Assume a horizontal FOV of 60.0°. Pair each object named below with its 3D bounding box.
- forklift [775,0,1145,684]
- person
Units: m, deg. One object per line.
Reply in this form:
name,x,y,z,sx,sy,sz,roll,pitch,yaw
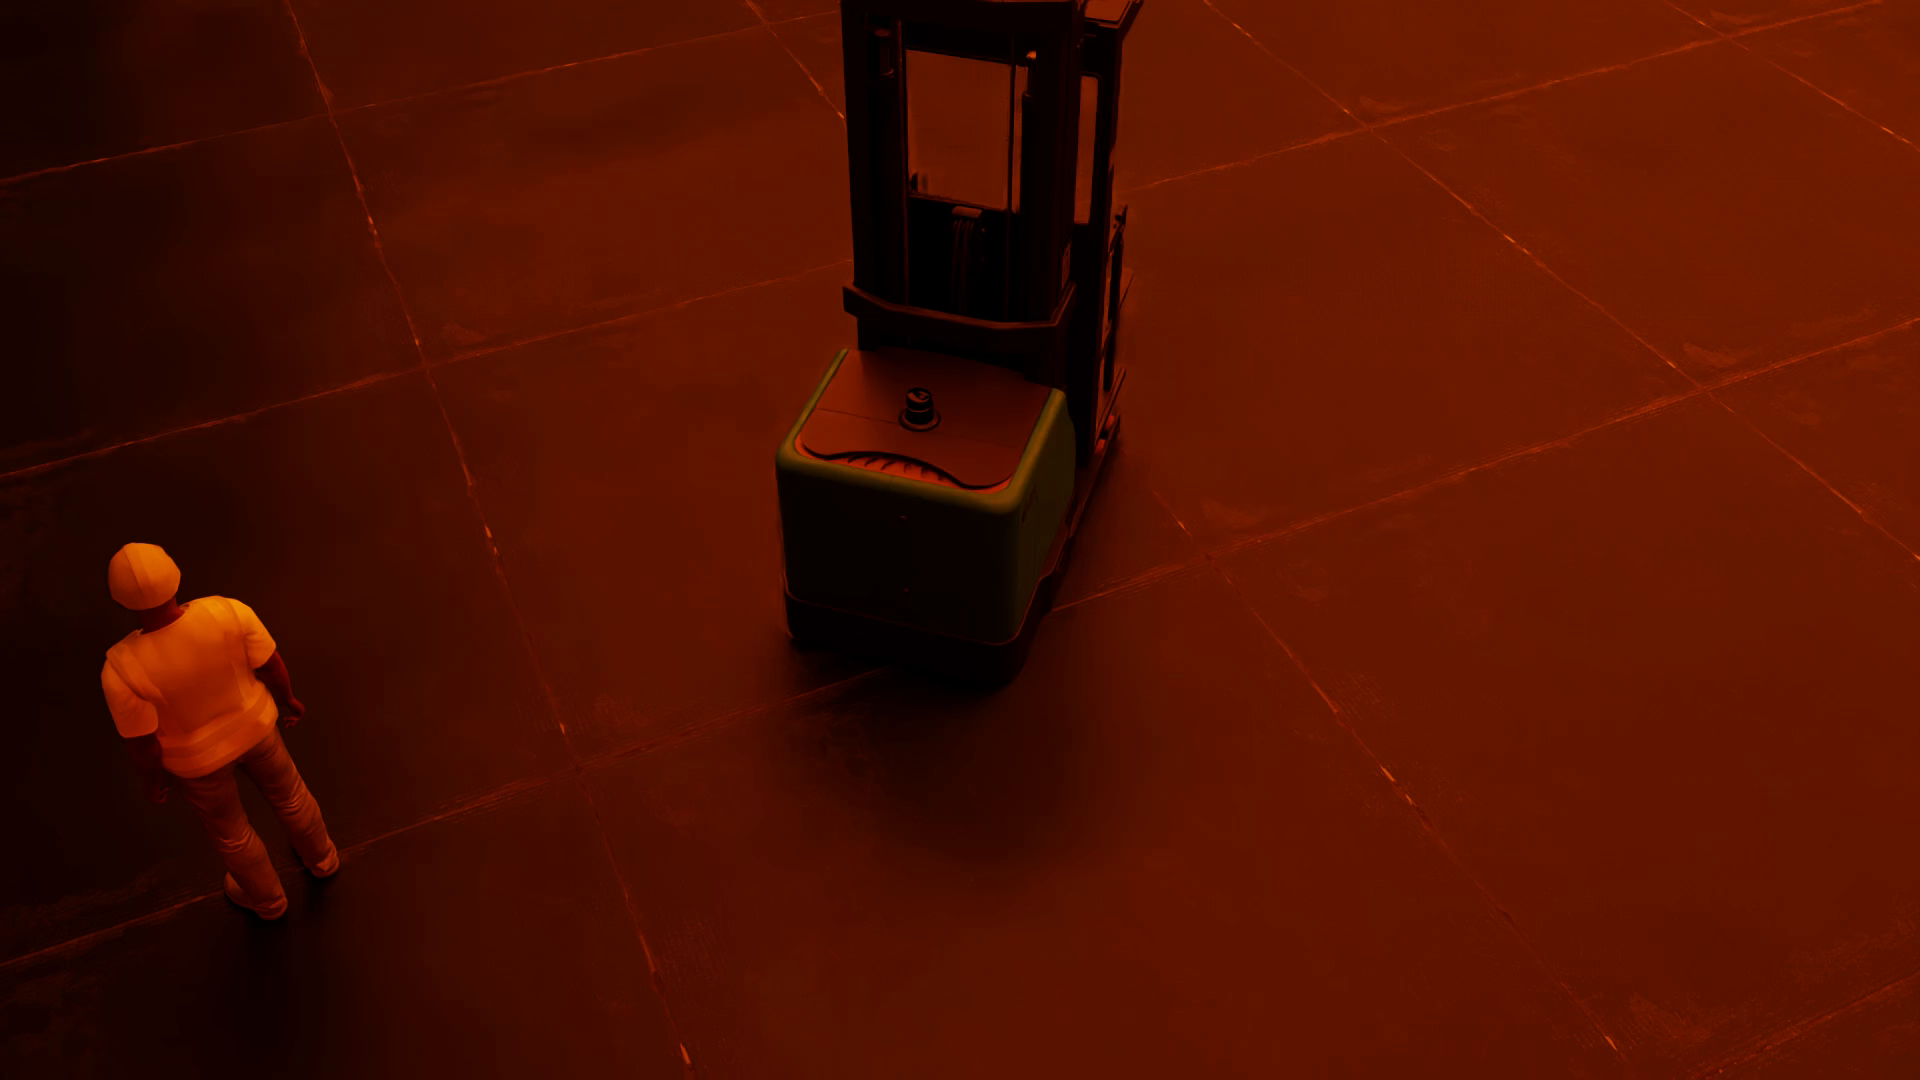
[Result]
forklift,0.169,-1.481,7.267,1.130,2.935,3.031,12,44,13
person,-2.604,0.671,5.815,0.379,1.771,0.594,33,52,30
